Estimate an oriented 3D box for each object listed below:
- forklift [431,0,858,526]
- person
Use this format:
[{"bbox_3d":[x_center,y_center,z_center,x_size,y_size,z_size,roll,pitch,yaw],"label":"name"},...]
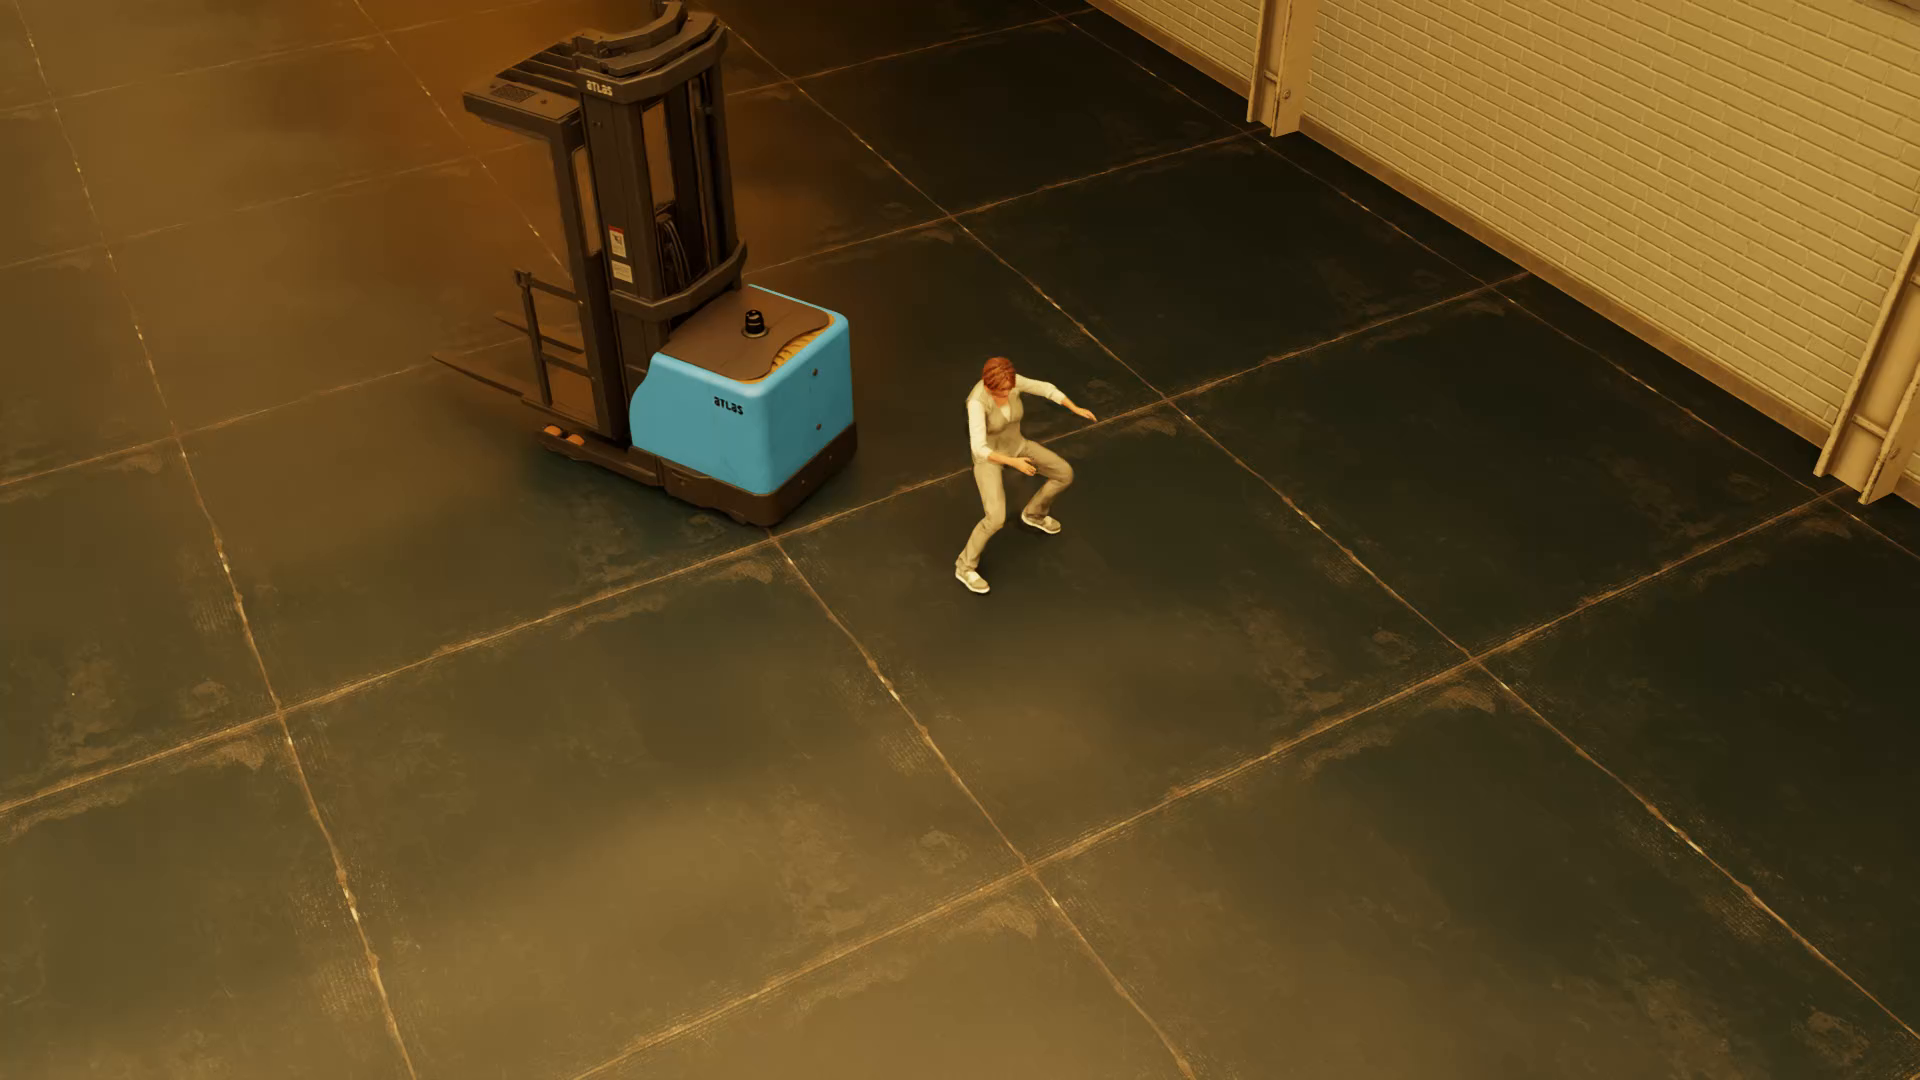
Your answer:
[{"bbox_3d":[-2.202,-1.920,10.351,3.031,2.935,1.130,21,44,24],"label":"forklift"},{"bbox_3d":[0.339,-0.455,9.788,0.871,1.392,0.678,-26,46,-28],"label":"person"}]
